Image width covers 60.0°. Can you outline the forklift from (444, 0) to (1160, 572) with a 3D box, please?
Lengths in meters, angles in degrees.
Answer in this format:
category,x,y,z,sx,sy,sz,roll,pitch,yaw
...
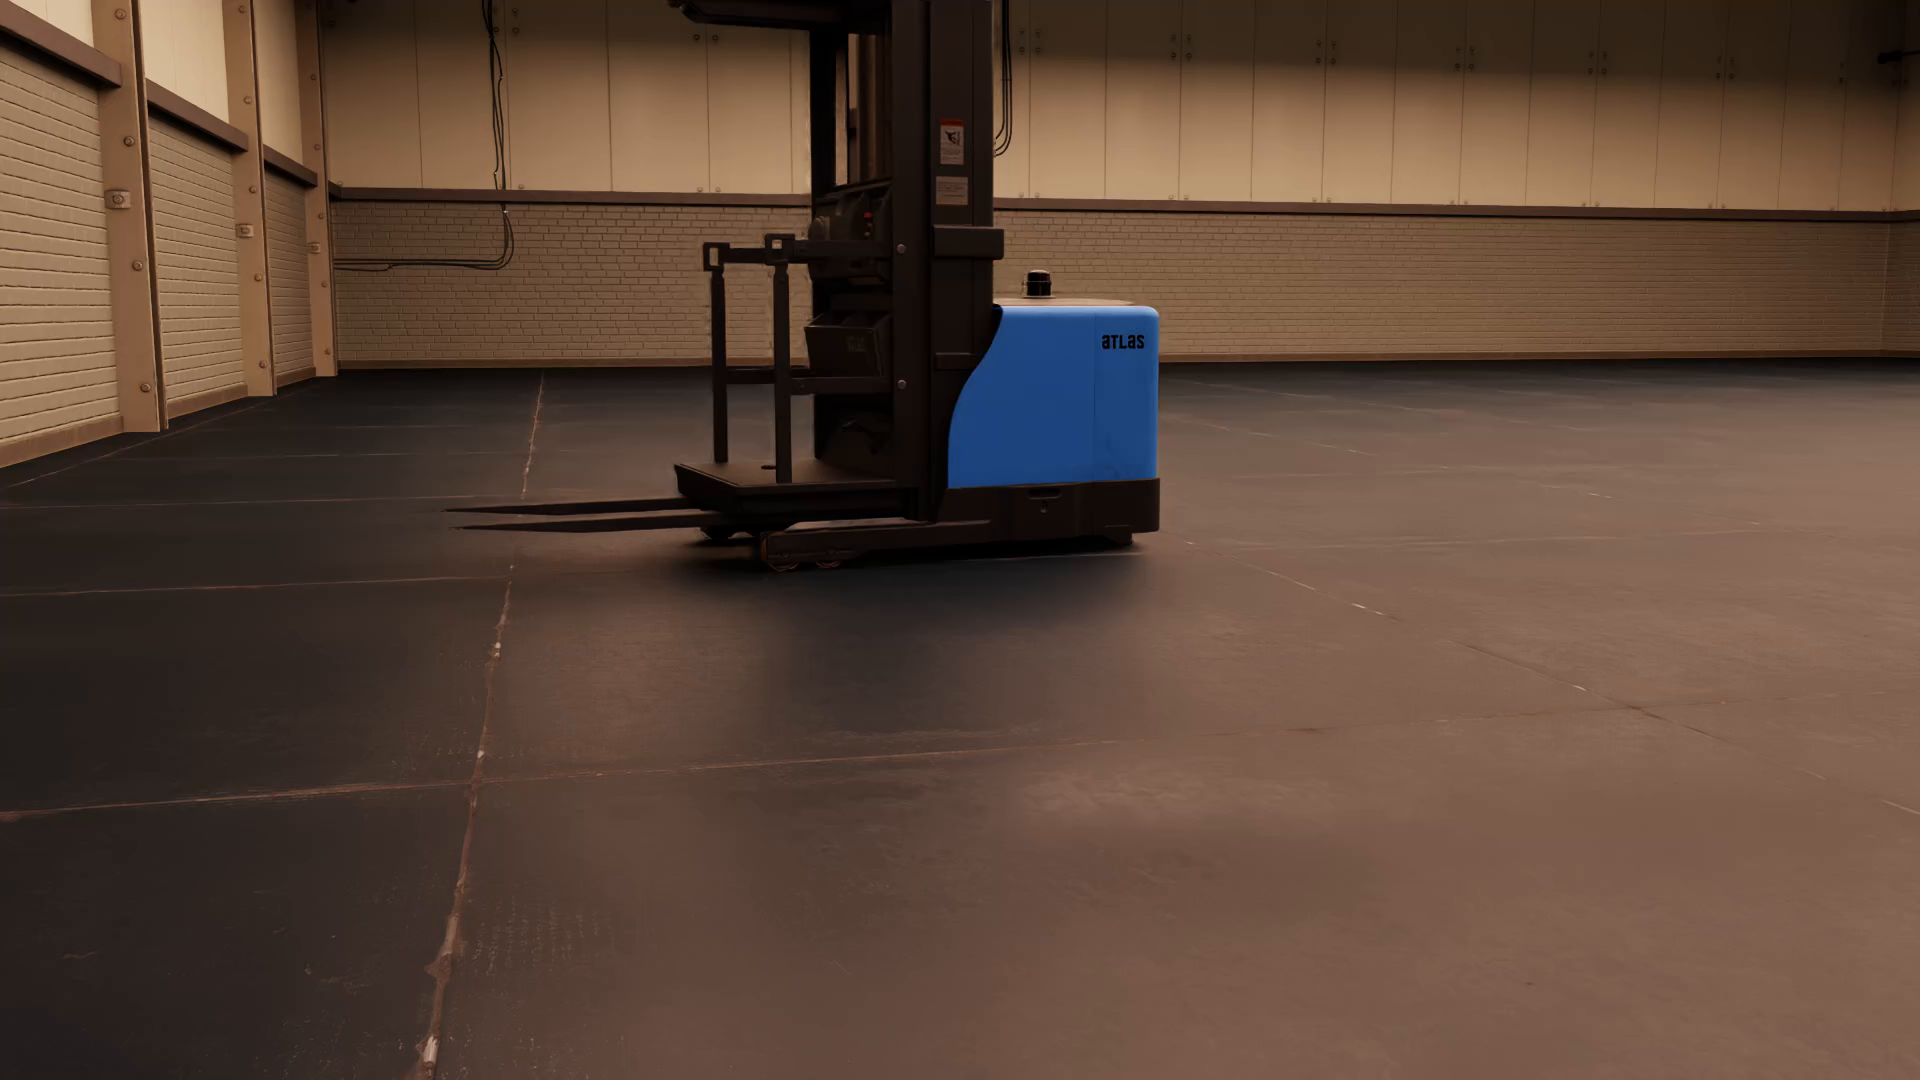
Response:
category,x,y,z,sx,sy,sz,roll,pitch,yaw
forklift,-0.666,-1.405,7.170,3.031,2.935,1.130,-3,9,-23
